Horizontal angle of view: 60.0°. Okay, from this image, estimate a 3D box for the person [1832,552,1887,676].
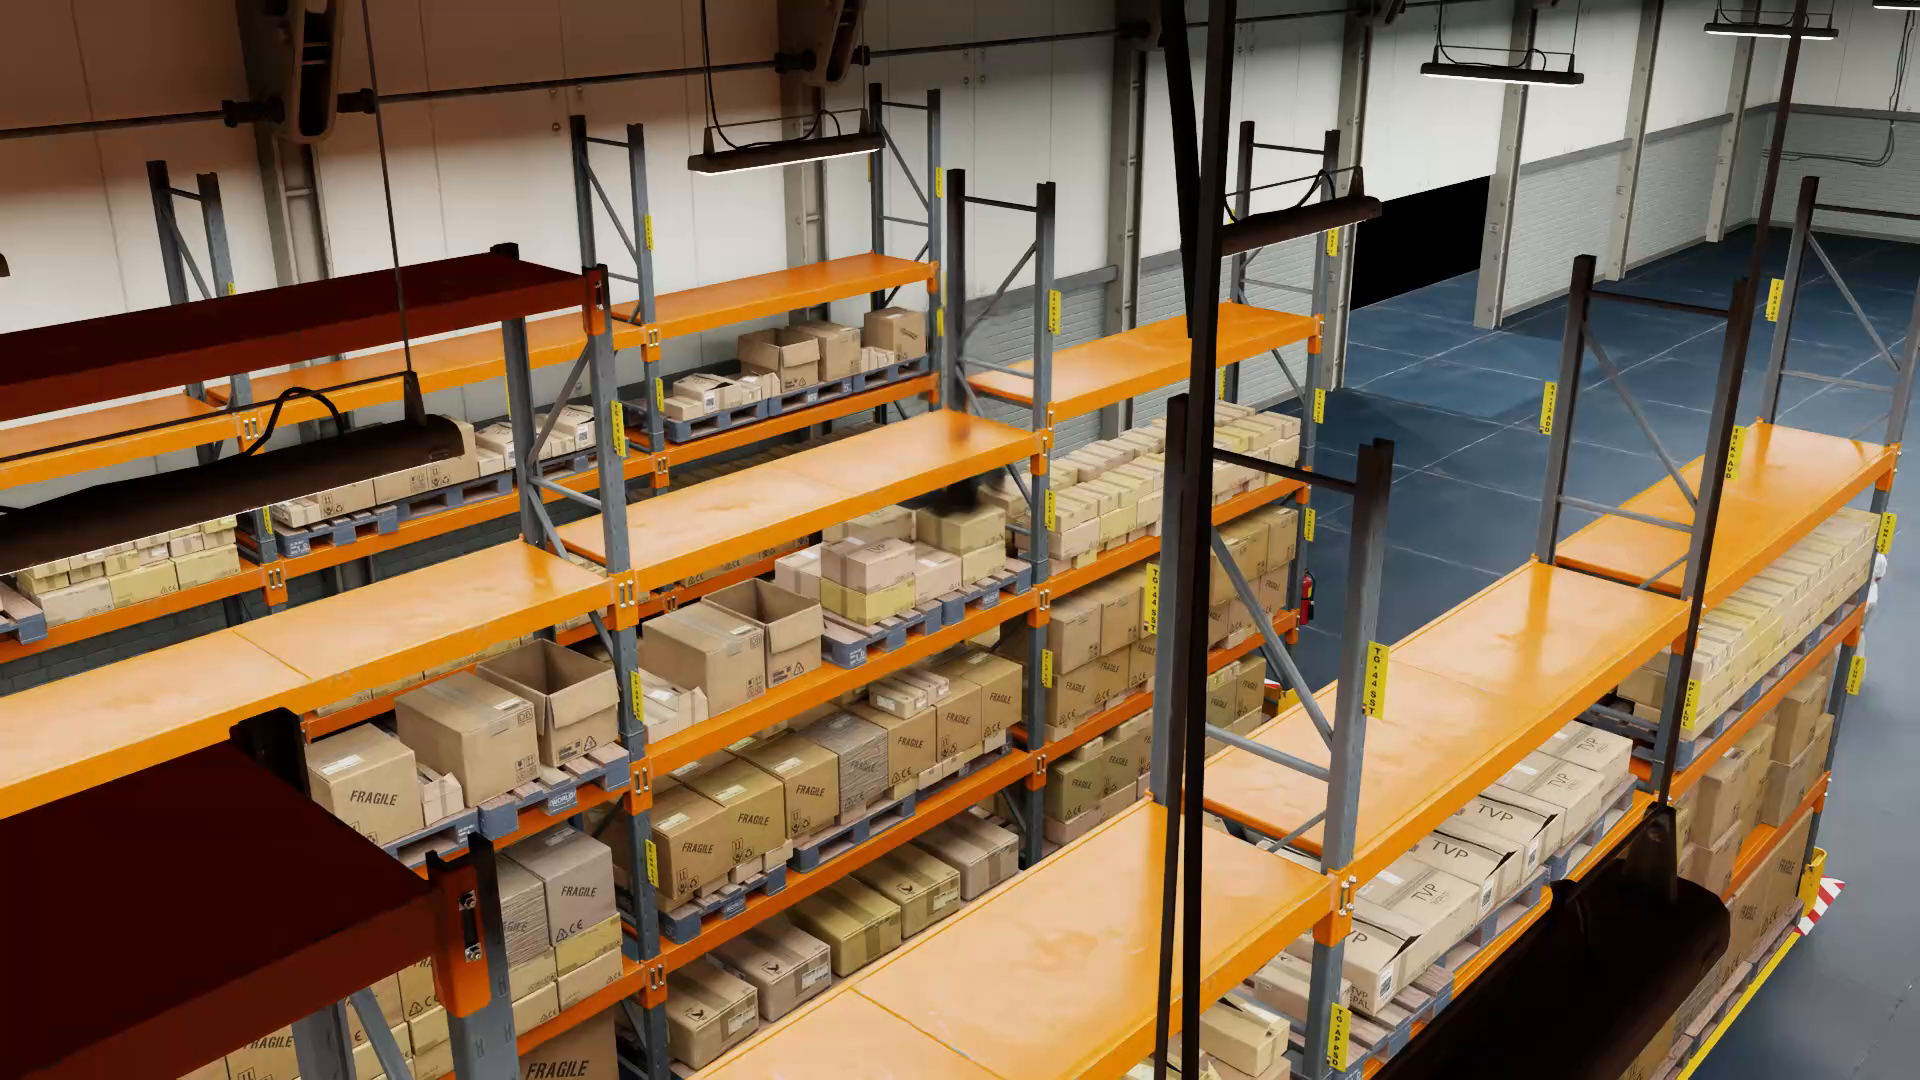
[{"bbox_3d":[9.684,0.652,18.054,0.579,1.648,0.643,-2,21,-6],"label":"person"}]
